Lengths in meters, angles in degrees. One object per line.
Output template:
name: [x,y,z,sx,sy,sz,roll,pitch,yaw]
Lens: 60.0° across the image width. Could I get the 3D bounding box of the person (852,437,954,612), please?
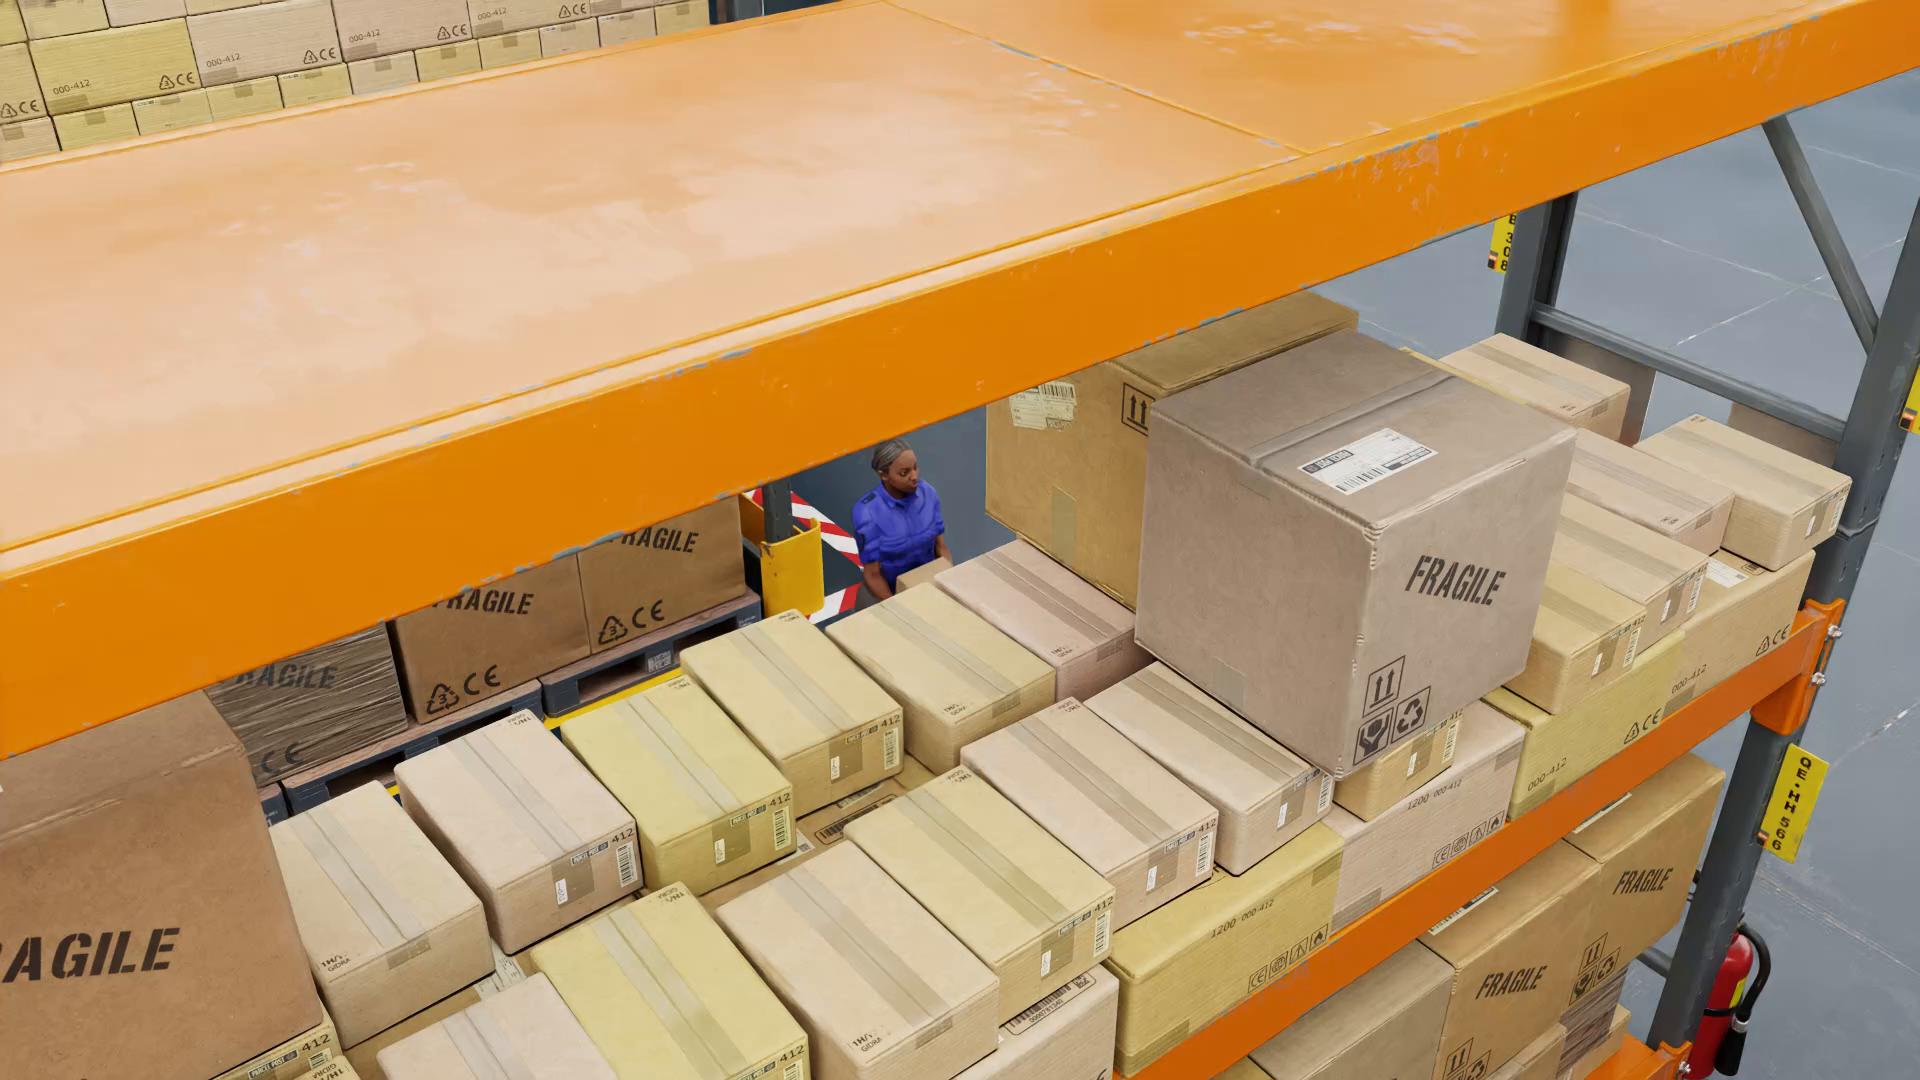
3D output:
person: [-0.211,0.327,7.289,0.441,1.657,0.499,-23,39,-32]
